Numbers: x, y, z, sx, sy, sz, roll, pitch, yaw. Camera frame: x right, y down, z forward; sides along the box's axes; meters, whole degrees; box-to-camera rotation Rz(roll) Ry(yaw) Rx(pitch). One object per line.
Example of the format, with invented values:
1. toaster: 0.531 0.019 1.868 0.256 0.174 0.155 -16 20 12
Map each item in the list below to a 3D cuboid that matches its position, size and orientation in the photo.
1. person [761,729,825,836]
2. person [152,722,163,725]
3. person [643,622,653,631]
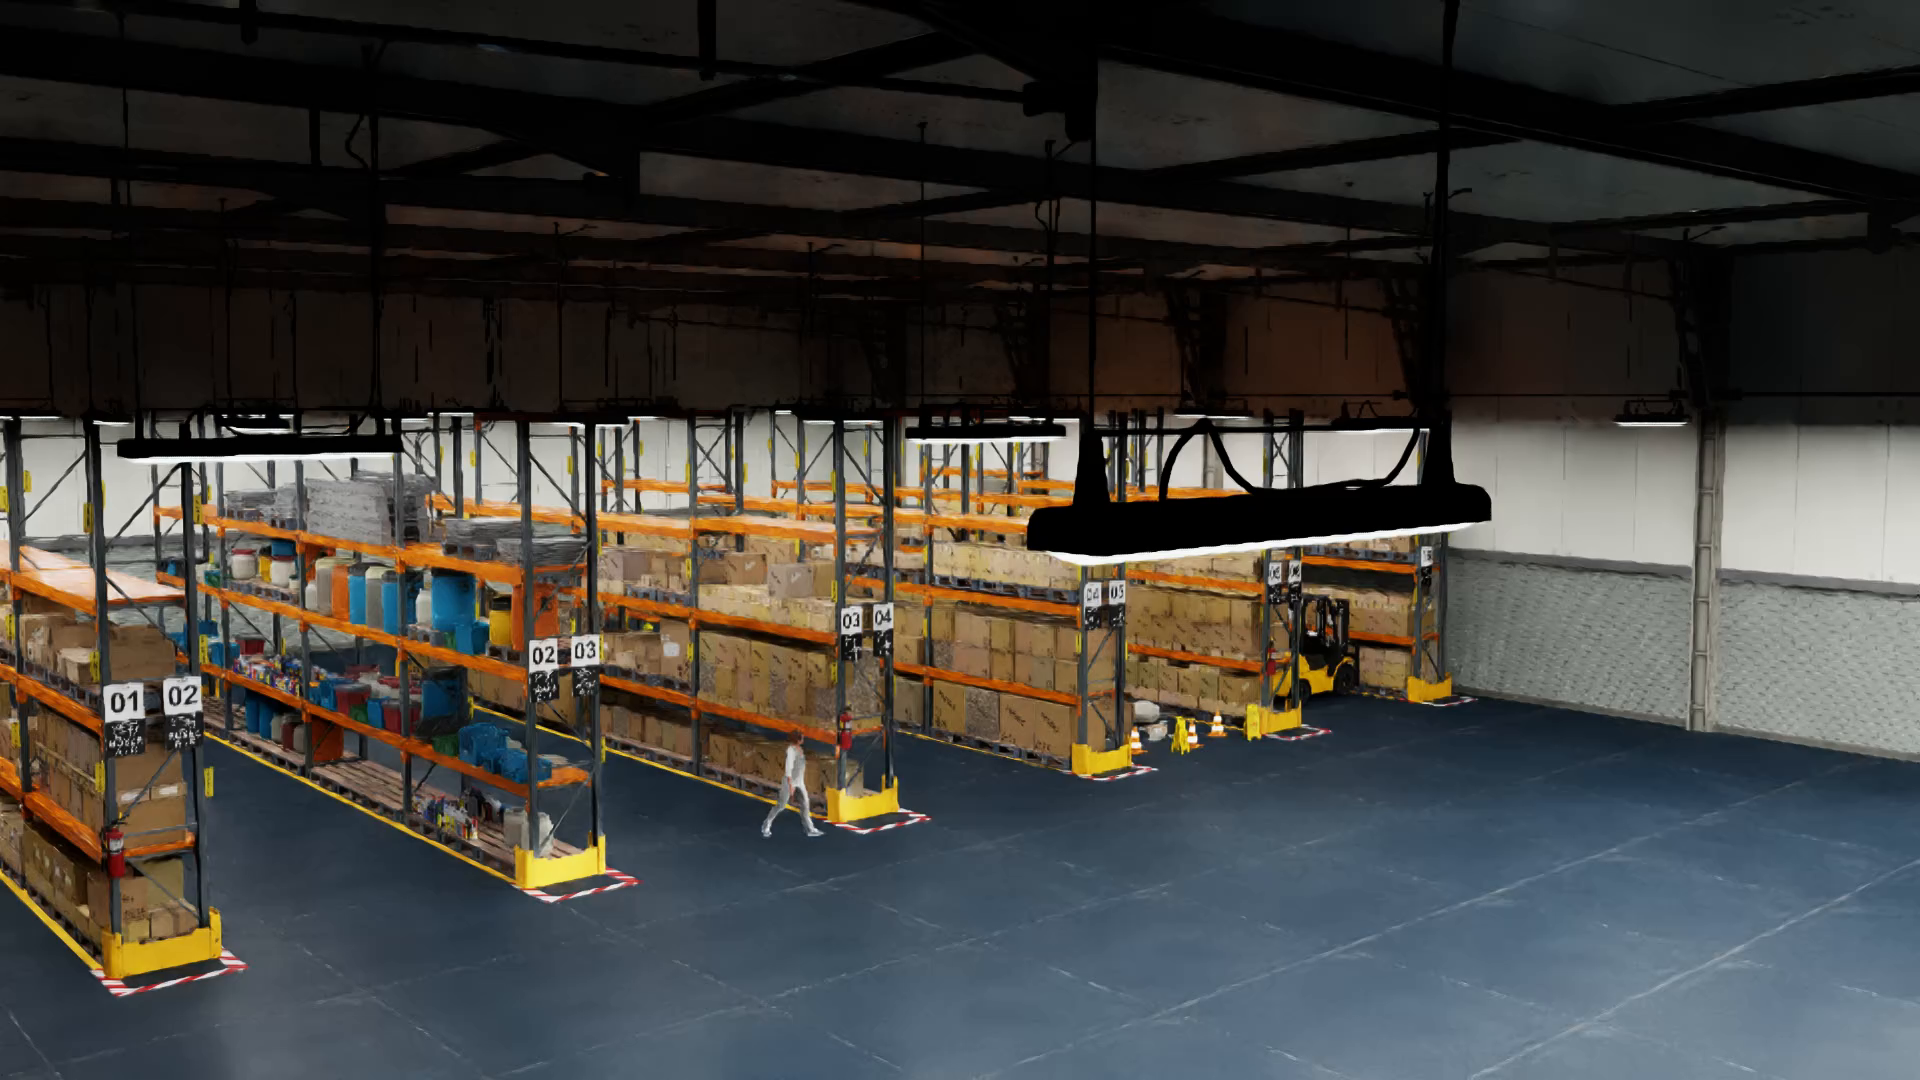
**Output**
1. person: -2.407 3.465 23.660 0.863 1.562 0.480 2 5 21
2. person: -15.639 2.670 31.820 0.553 1.709 1.123 -4 6 -38
3. person: -6.203 2.517 33.182 0.645 1.772 0.464 2 6 26
